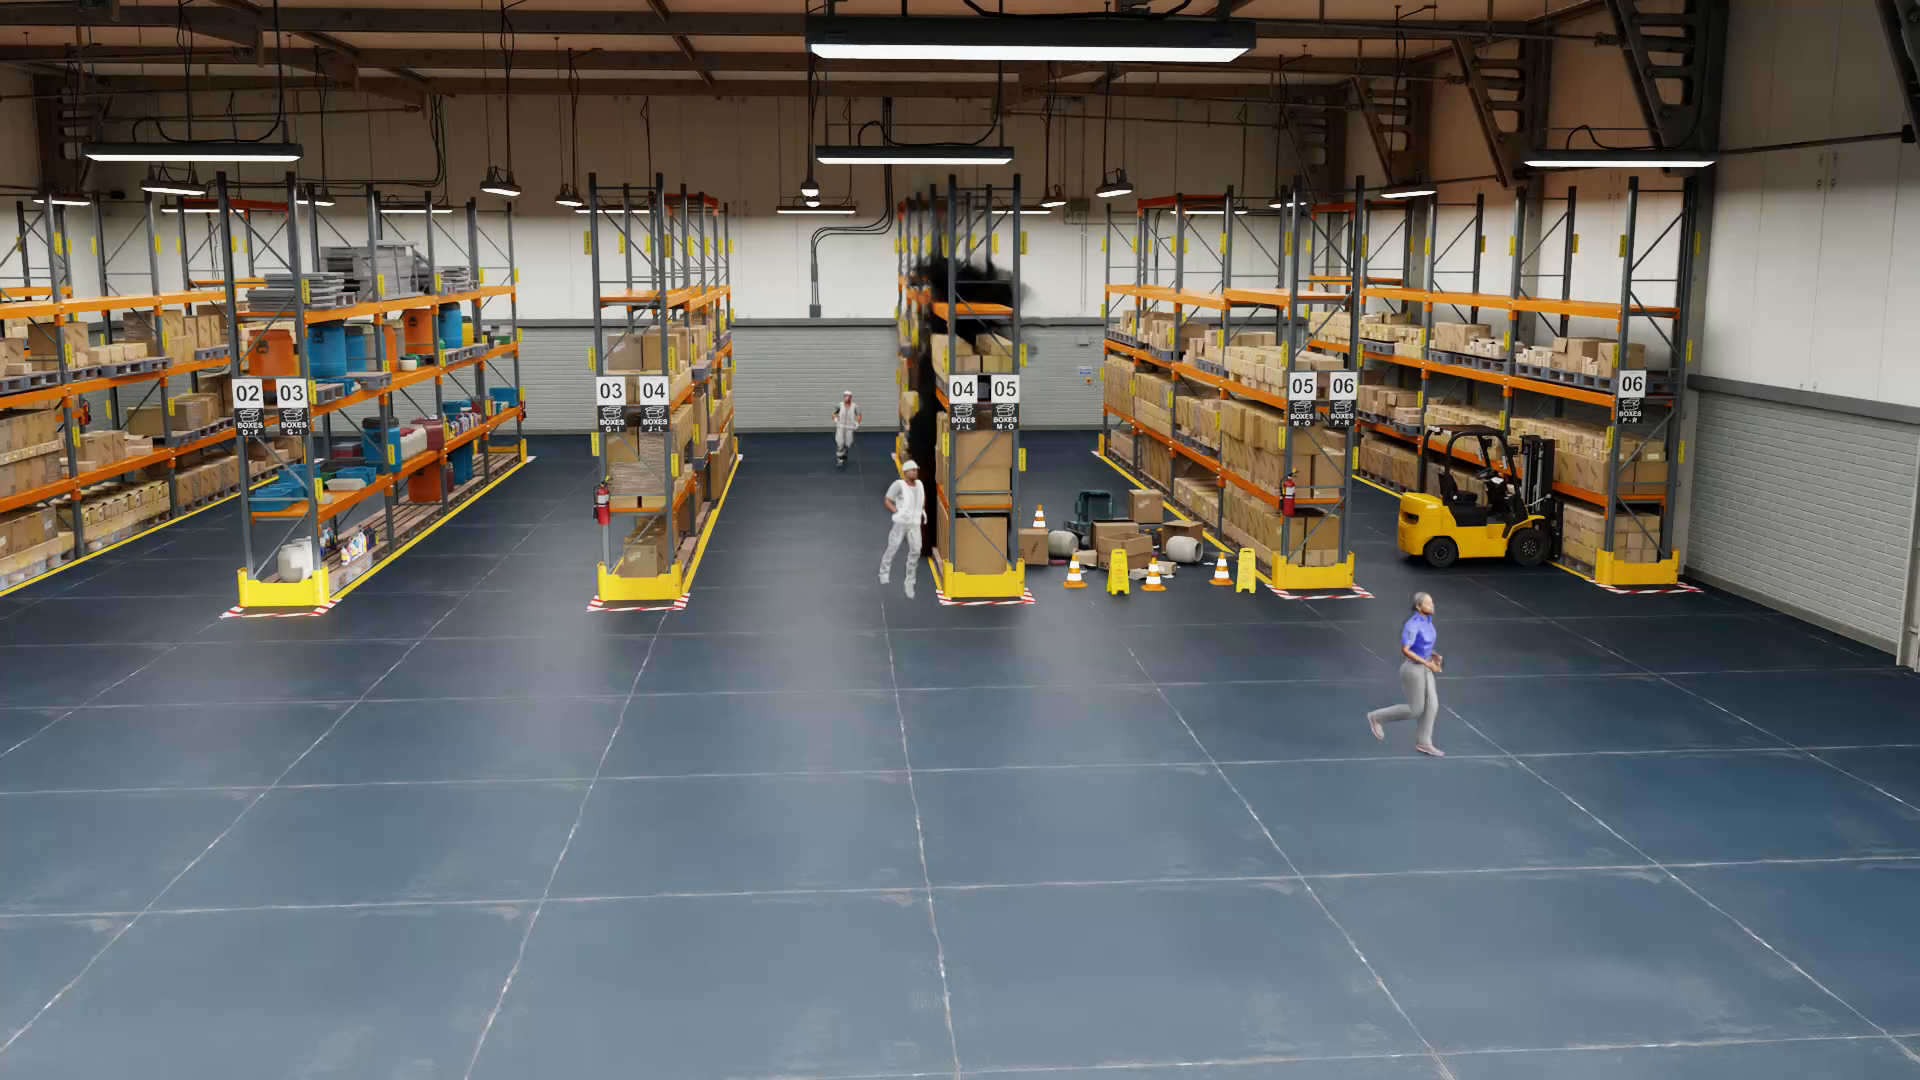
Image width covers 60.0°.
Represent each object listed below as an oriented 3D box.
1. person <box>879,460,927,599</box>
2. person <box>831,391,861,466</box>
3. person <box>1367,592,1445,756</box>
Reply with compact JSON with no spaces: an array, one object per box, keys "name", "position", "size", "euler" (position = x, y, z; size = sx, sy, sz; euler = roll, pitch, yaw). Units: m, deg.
[{"name":"person","position":[-0.729,-0.171,23.157],"size":[0.741,1.882,0.661],"euler":[-6,12,-32]},{"name":"person","position":[-2.623,-2.574,38.324],"size":[0.703,1.720,0.639],"euler":[0,10,-2]},{"name":"person","position":[4.518,1.318,16.645],"size":[0.757,1.648,0.586],"euler":[7,12,33]}]
